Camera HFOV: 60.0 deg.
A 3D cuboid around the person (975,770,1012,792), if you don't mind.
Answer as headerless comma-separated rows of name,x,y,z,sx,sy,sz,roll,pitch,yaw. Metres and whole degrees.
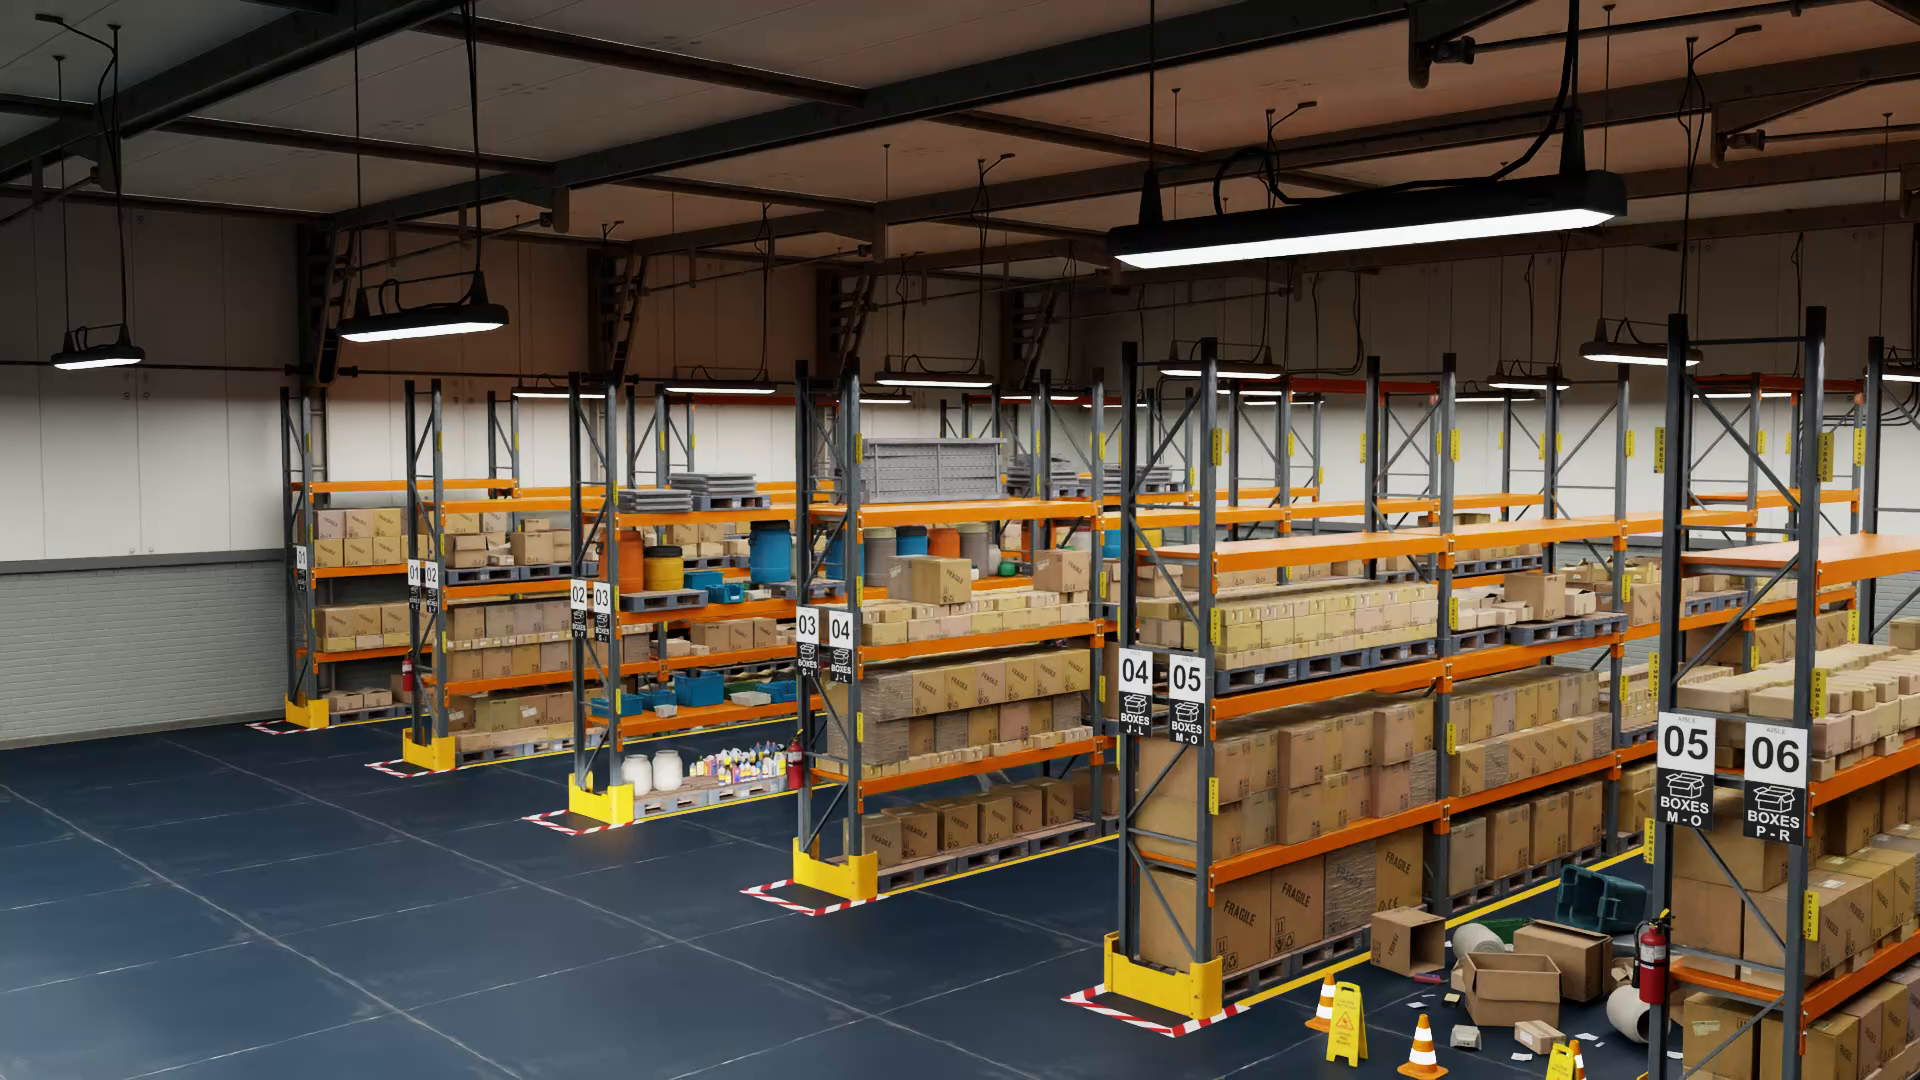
person,0.438,2.822,23.260,0.537,1.751,0.612,-2,4,-34
